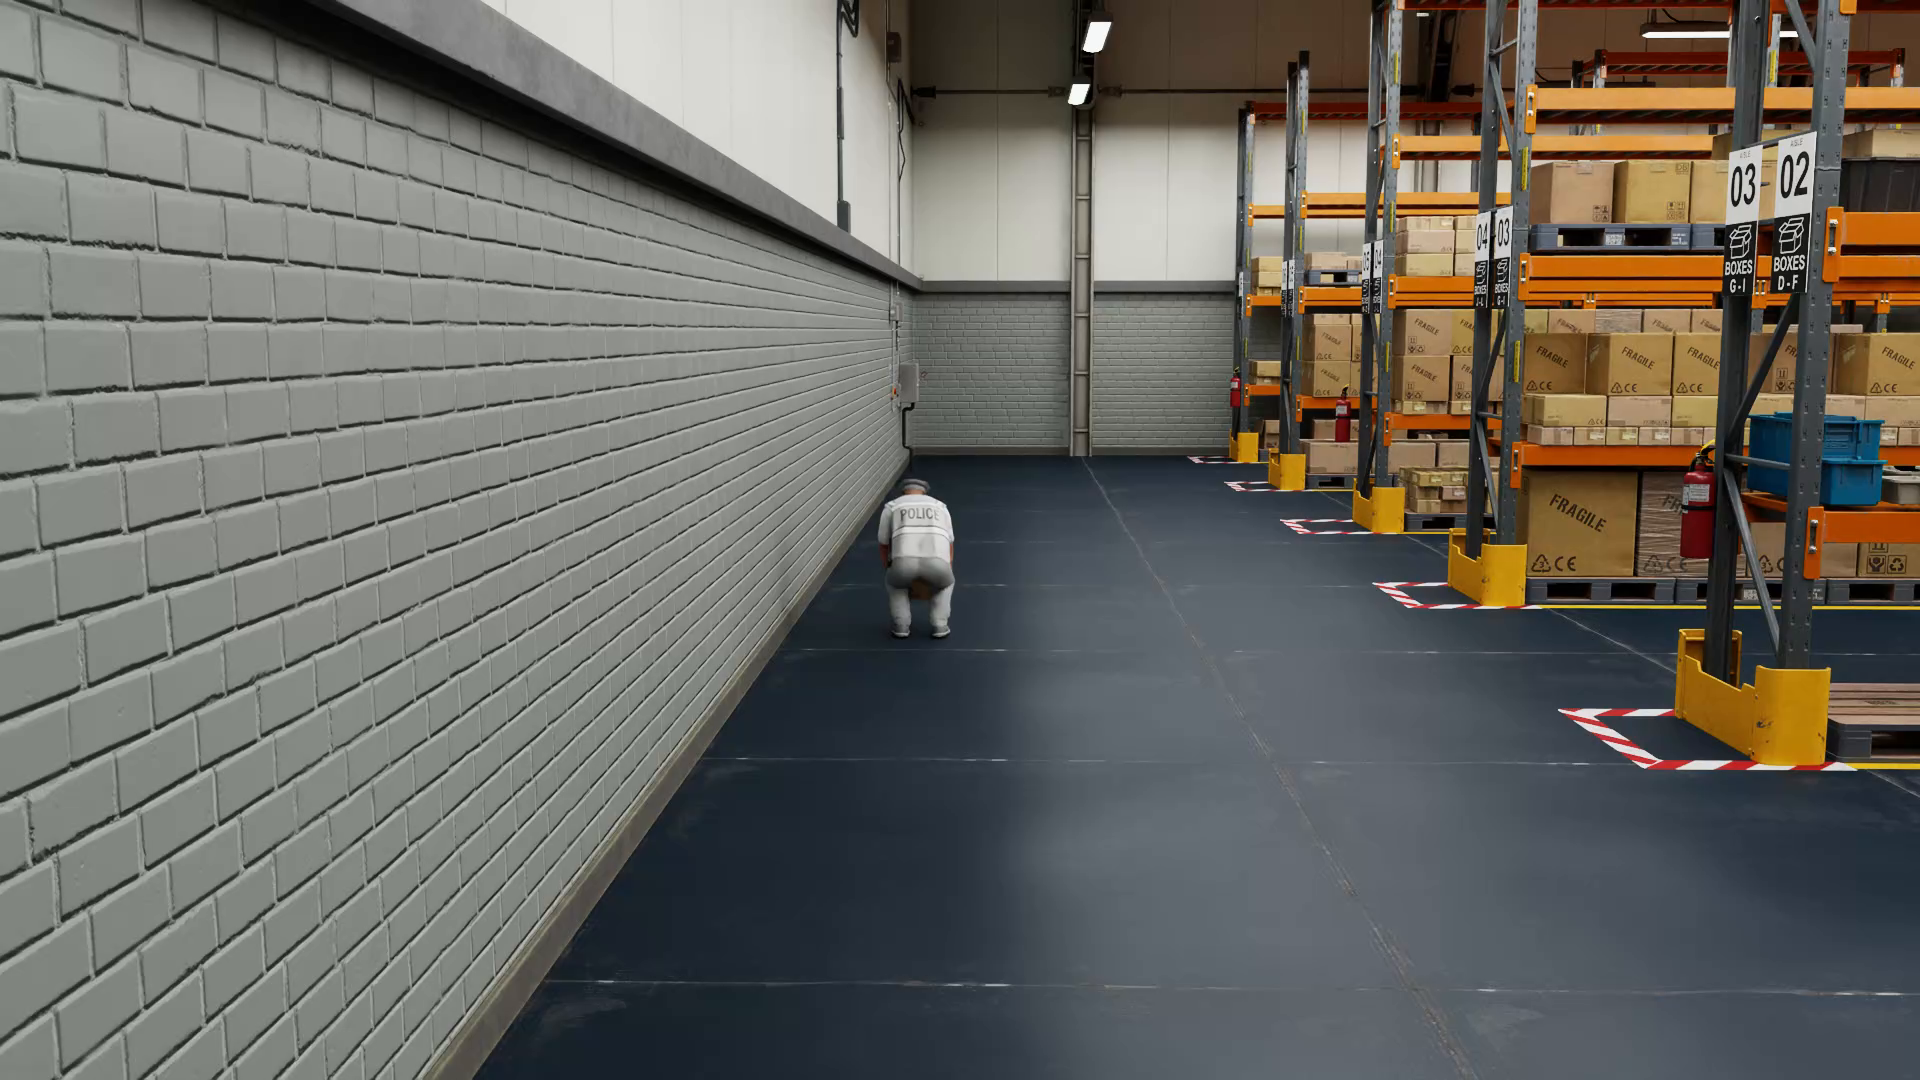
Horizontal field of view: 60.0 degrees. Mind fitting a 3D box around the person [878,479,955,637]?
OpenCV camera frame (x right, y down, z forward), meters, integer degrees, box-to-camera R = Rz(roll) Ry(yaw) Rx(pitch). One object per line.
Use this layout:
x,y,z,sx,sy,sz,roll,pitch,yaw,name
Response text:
-0.325,0.131,12.249,0.576,1.121,0.912,0,7,1,person
